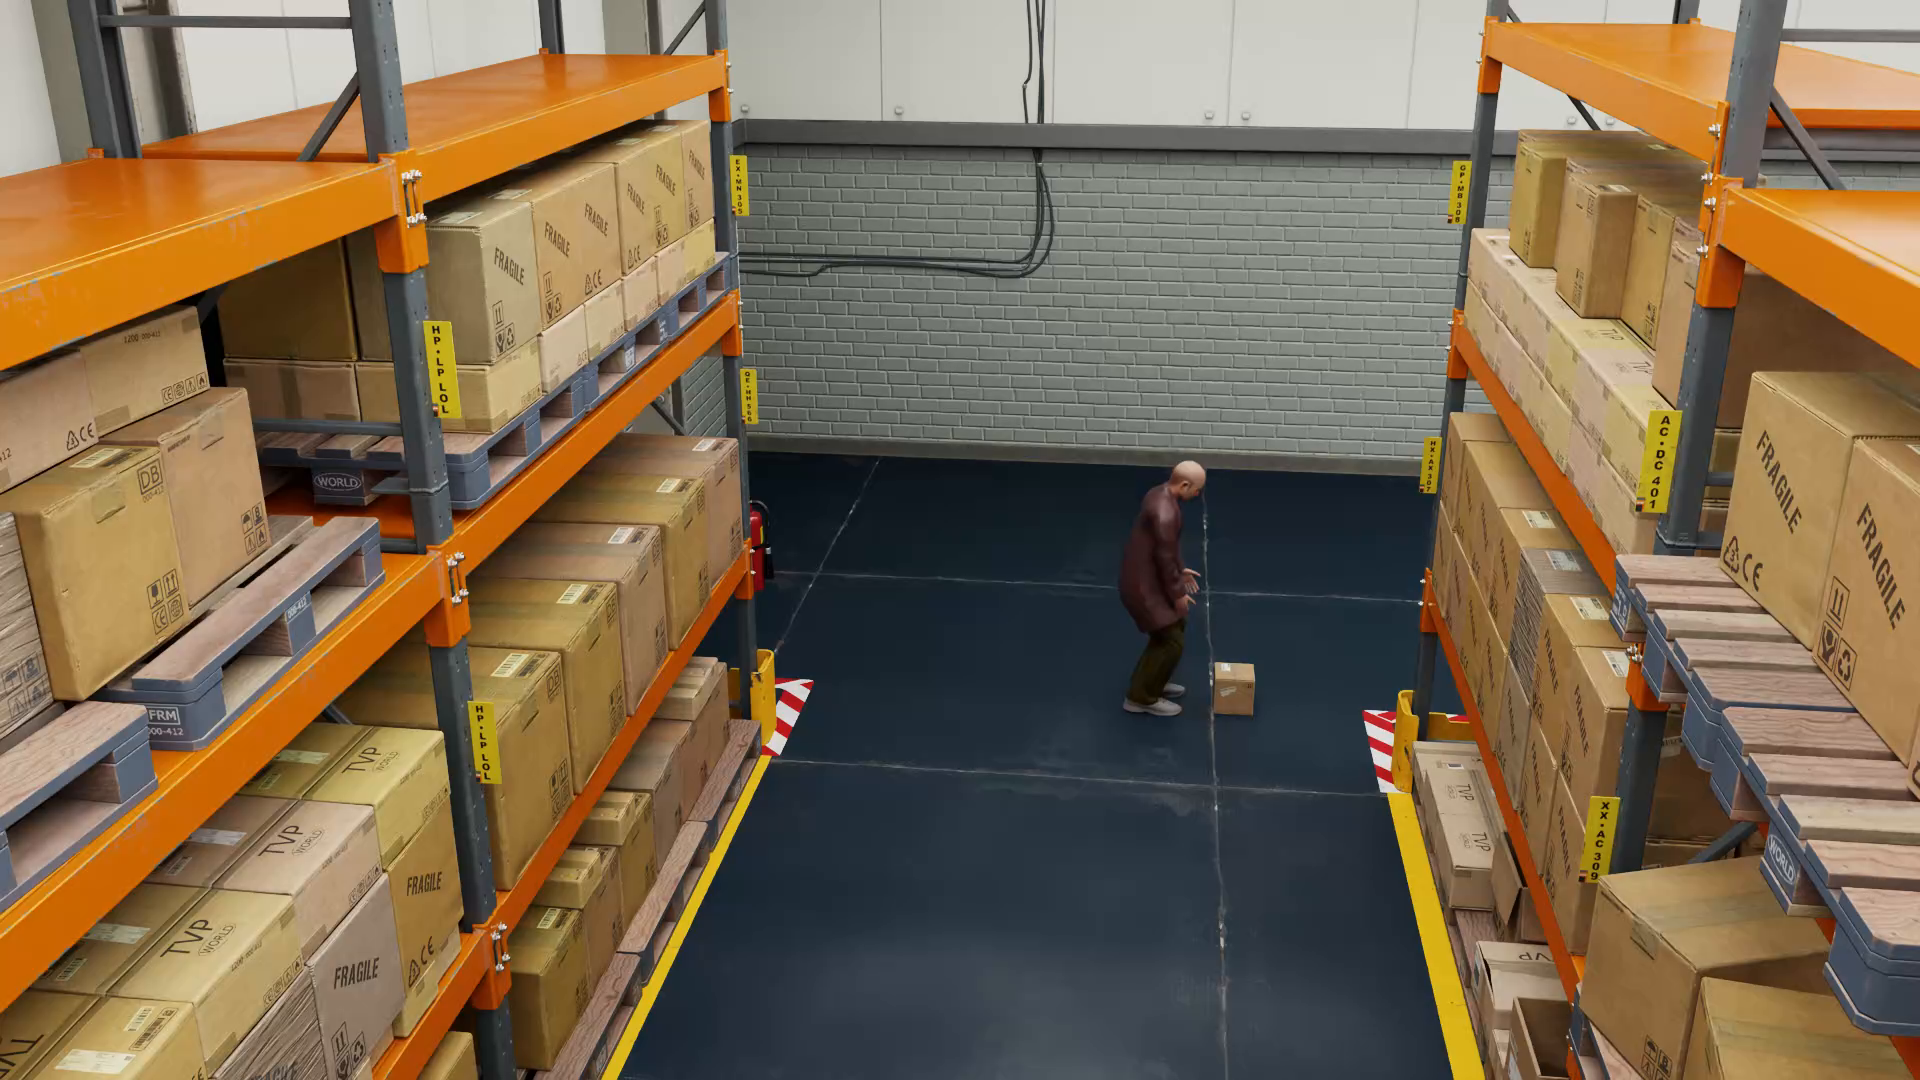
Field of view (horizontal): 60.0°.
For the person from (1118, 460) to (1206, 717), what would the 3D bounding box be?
[{"bbox_3d":[1.266,0.280,10.557,0.522,1.653,0.611,3,21,7],"label":"person"}]
